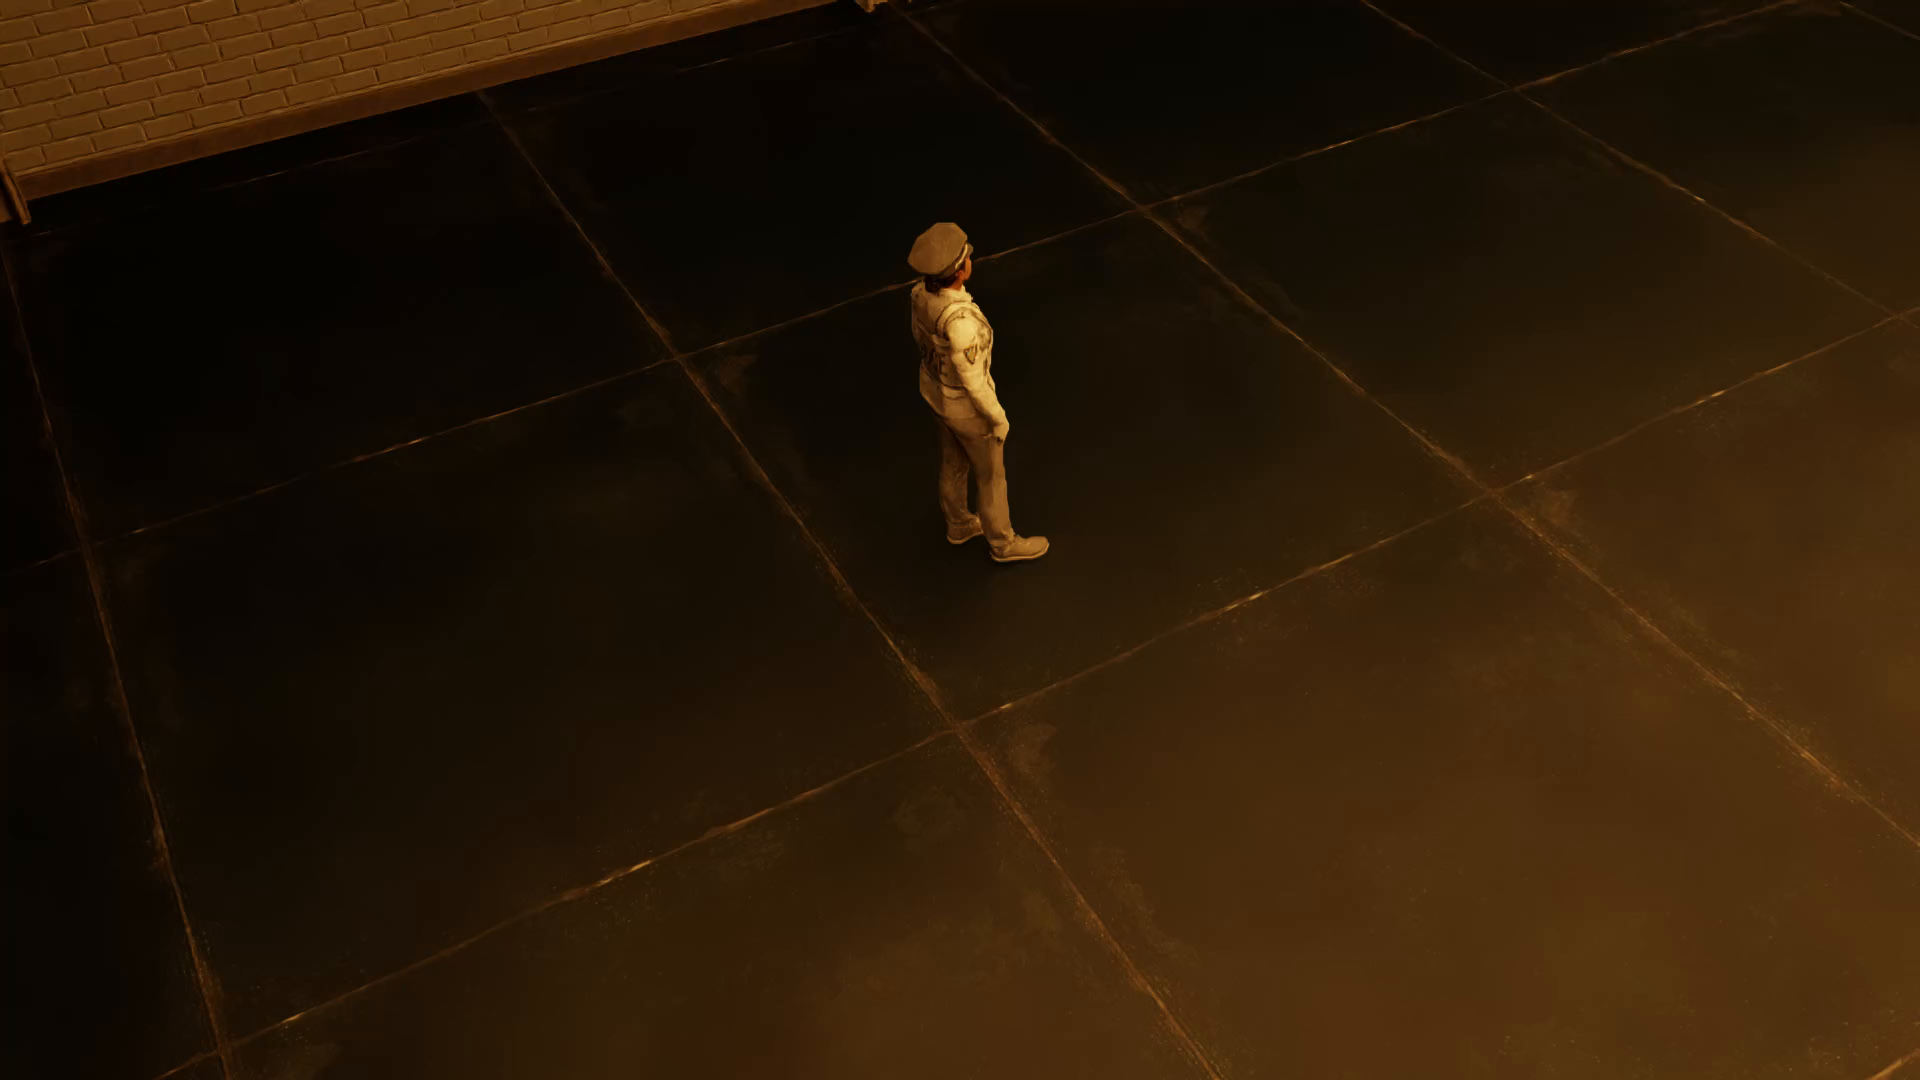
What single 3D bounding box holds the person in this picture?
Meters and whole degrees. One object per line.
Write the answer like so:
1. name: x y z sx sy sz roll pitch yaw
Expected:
1. person: 0.062 -0.645 7.292 0.533 1.695 0.586 -21 47 -21
